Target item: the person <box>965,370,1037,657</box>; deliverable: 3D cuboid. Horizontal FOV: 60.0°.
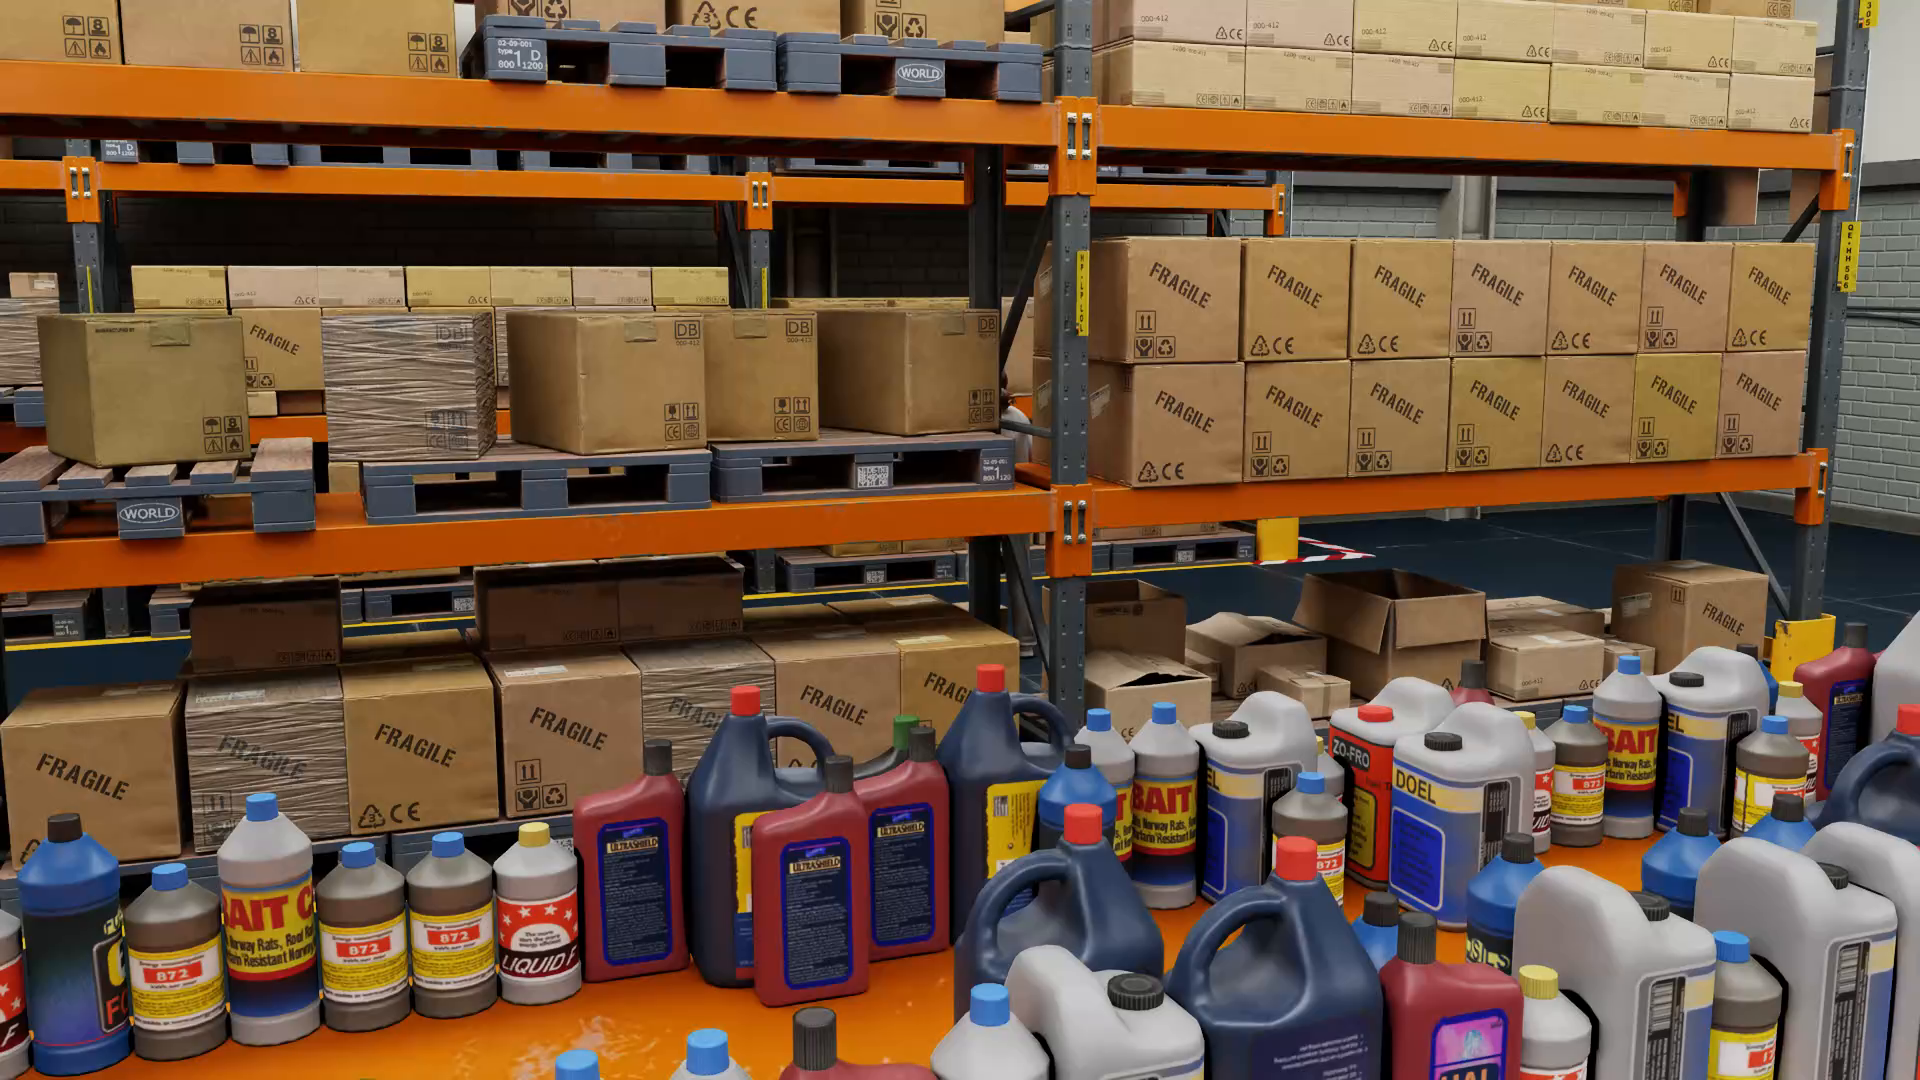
[{"bbox_3d":[0.216,-0.161,9.391,0.504,1.671,0.365,-4,10,-24],"label":"person"}]
